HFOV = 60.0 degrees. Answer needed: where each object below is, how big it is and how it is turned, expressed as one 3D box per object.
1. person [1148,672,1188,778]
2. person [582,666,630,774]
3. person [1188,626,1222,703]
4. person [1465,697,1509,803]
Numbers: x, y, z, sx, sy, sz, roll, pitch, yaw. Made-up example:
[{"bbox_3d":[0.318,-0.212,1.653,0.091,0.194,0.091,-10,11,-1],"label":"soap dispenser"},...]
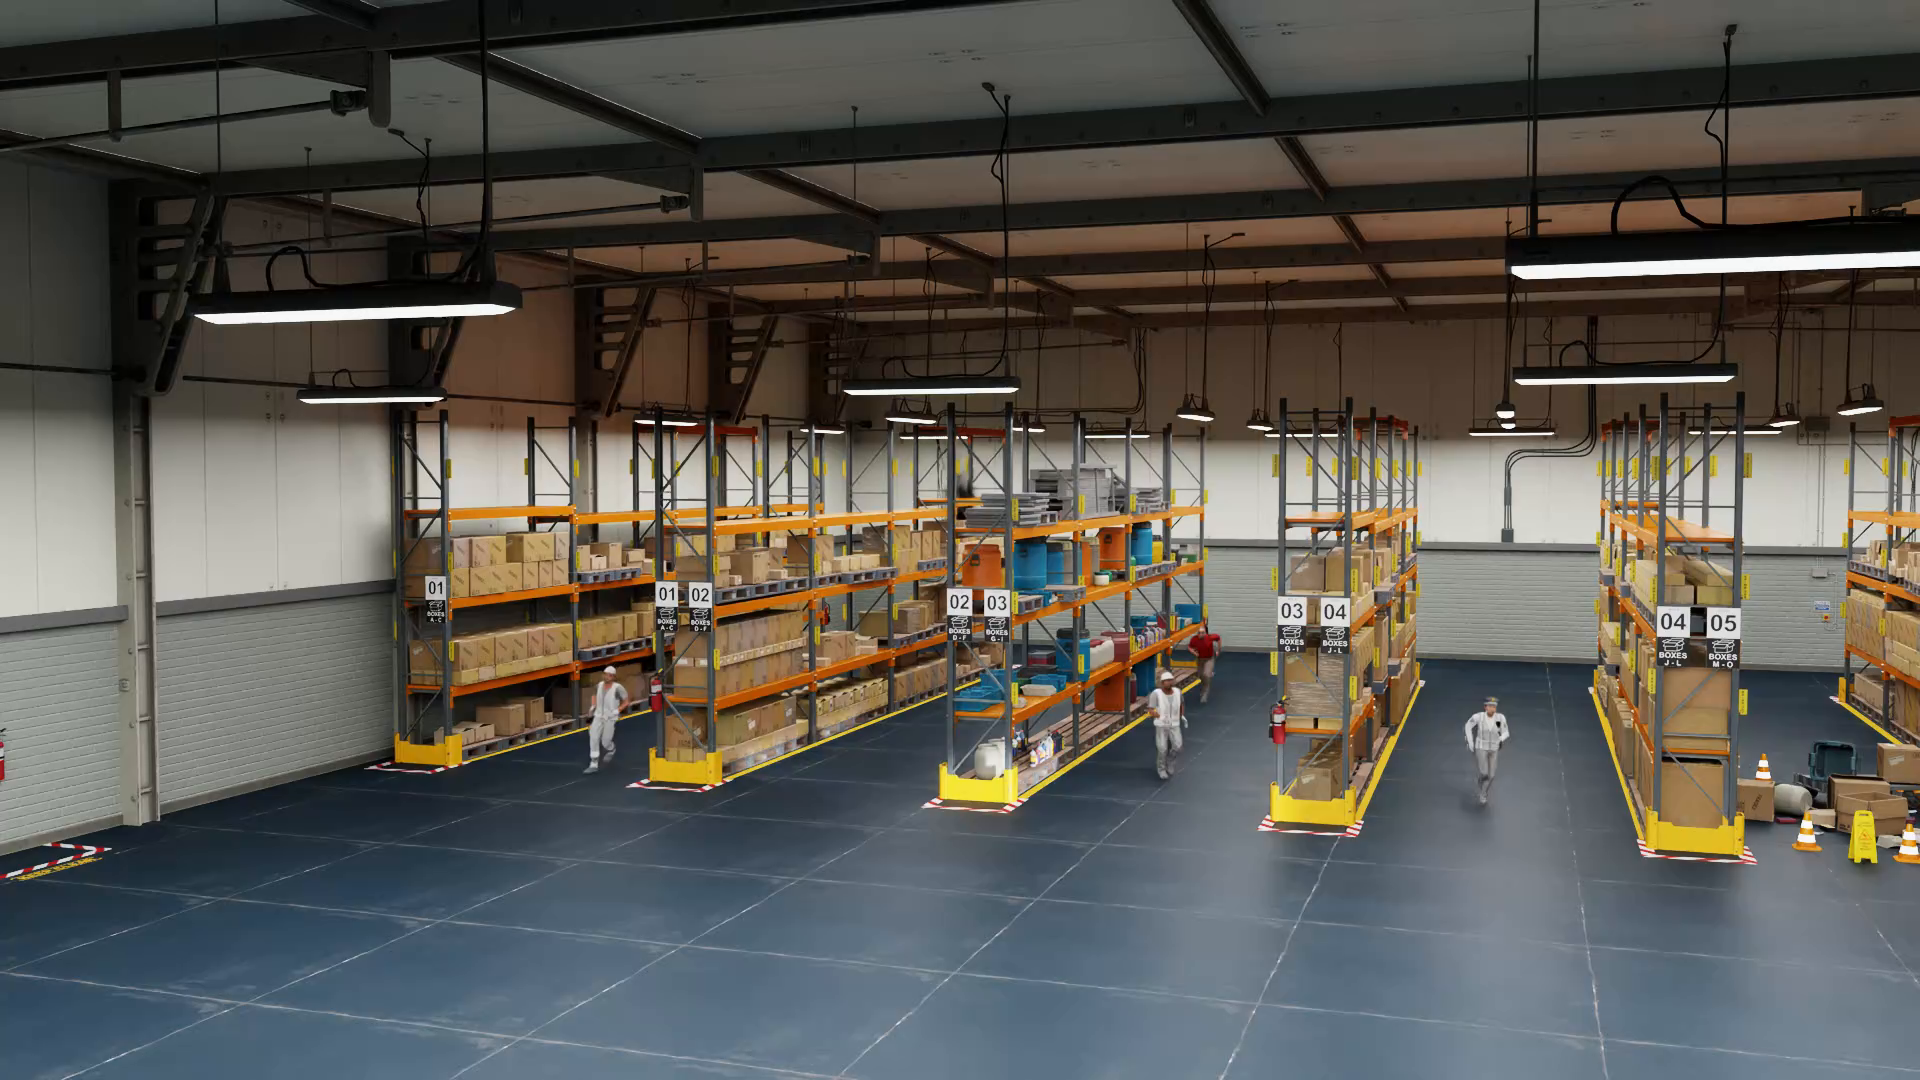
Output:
[{"bbox_3d":[3.357,2.980,26.670,0.677,1.731,0.671,0,2,-11],"label":"person"},{"bbox_3d":[-5.811,2.951,27.537,0.694,1.749,0.844,1,3,14],"label":"person"},{"bbox_3d":[5.312,2.678,35.963,0.707,1.697,1.008,1,3,17],"label":"person"},{"bbox_3d":[7.839,3.119,24.674,0.582,1.621,0.650,0,2,1],"label":"person"}]
